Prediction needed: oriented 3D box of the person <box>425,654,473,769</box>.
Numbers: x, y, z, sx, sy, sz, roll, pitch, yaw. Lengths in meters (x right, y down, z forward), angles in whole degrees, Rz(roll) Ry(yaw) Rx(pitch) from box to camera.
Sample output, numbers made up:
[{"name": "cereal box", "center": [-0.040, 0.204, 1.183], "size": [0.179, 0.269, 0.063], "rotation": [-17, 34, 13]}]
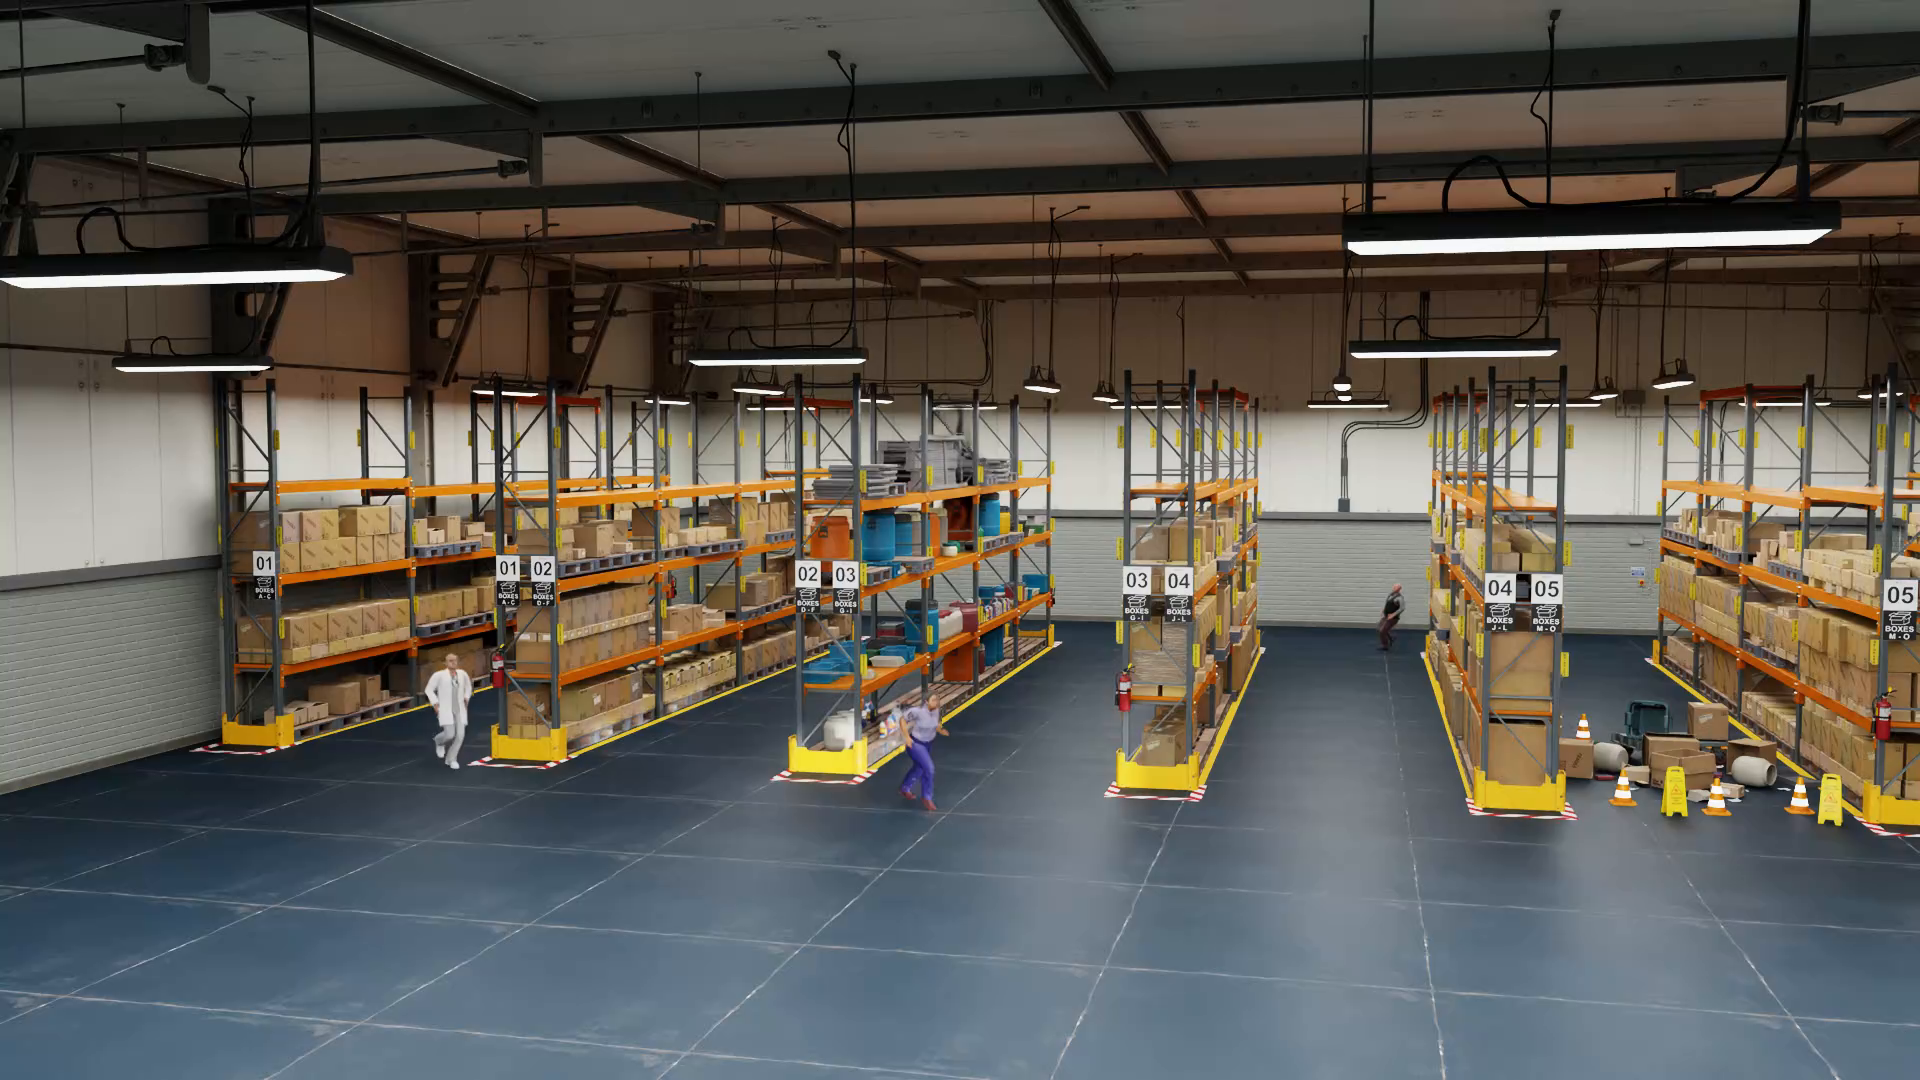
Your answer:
[{"name": "person", "center": [-7.816, 2.619, 25.534], "size": [0.713, 1.747, 0.641], "rotation": [-3, 4, -38]}]

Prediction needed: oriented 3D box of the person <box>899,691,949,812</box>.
[{"name": "person", "center": [-0.558, 2.858, 22.704], "size": [0.857, 1.645, 0.621], "rotation": [3, 5, 41]}]

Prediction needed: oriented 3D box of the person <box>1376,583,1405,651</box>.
[{"name": "person", "center": [10.168, 1.824, 39.309], "size": [0.520, 1.633, 0.730], "rotation": [0, 3, -7]}]
